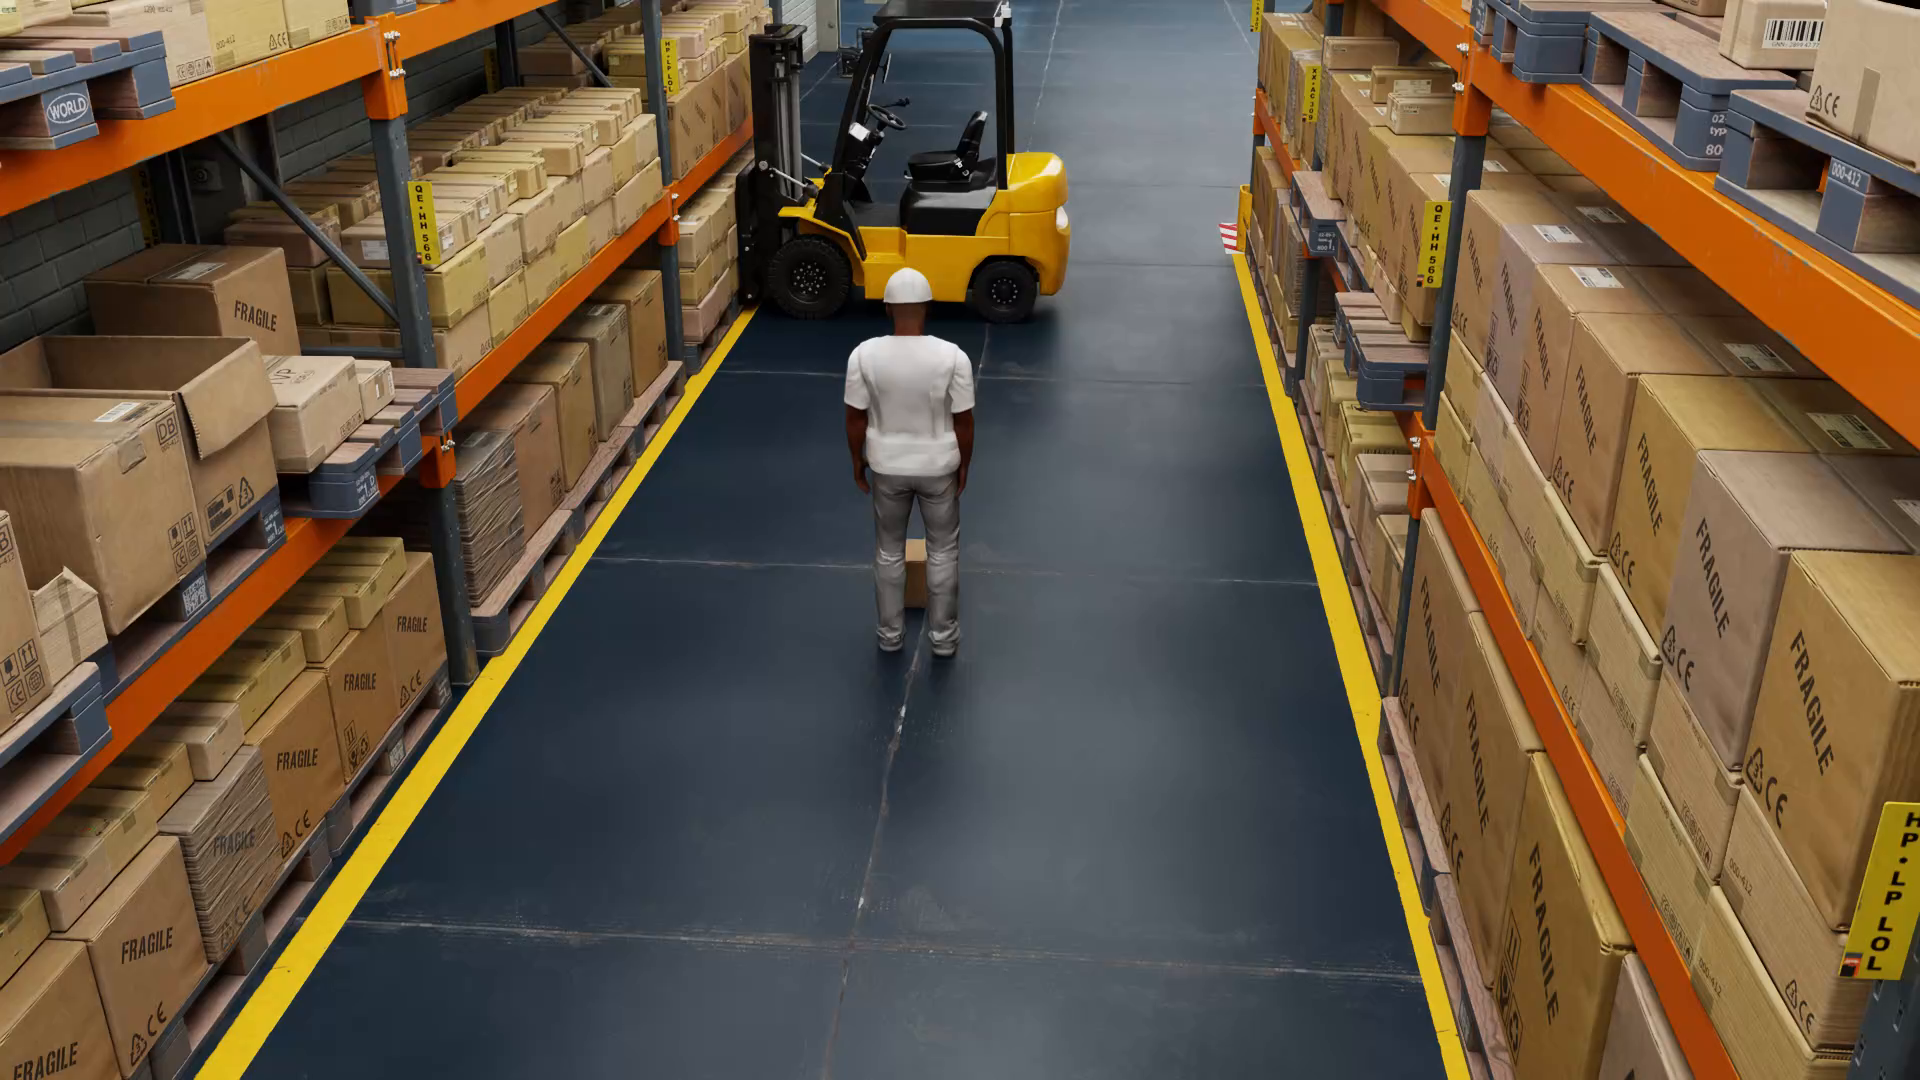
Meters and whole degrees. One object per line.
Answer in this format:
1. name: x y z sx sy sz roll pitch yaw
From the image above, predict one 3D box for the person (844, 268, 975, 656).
1. person: -0.214 -0.329 7.312 0.566 1.769 0.364 2 24 5
